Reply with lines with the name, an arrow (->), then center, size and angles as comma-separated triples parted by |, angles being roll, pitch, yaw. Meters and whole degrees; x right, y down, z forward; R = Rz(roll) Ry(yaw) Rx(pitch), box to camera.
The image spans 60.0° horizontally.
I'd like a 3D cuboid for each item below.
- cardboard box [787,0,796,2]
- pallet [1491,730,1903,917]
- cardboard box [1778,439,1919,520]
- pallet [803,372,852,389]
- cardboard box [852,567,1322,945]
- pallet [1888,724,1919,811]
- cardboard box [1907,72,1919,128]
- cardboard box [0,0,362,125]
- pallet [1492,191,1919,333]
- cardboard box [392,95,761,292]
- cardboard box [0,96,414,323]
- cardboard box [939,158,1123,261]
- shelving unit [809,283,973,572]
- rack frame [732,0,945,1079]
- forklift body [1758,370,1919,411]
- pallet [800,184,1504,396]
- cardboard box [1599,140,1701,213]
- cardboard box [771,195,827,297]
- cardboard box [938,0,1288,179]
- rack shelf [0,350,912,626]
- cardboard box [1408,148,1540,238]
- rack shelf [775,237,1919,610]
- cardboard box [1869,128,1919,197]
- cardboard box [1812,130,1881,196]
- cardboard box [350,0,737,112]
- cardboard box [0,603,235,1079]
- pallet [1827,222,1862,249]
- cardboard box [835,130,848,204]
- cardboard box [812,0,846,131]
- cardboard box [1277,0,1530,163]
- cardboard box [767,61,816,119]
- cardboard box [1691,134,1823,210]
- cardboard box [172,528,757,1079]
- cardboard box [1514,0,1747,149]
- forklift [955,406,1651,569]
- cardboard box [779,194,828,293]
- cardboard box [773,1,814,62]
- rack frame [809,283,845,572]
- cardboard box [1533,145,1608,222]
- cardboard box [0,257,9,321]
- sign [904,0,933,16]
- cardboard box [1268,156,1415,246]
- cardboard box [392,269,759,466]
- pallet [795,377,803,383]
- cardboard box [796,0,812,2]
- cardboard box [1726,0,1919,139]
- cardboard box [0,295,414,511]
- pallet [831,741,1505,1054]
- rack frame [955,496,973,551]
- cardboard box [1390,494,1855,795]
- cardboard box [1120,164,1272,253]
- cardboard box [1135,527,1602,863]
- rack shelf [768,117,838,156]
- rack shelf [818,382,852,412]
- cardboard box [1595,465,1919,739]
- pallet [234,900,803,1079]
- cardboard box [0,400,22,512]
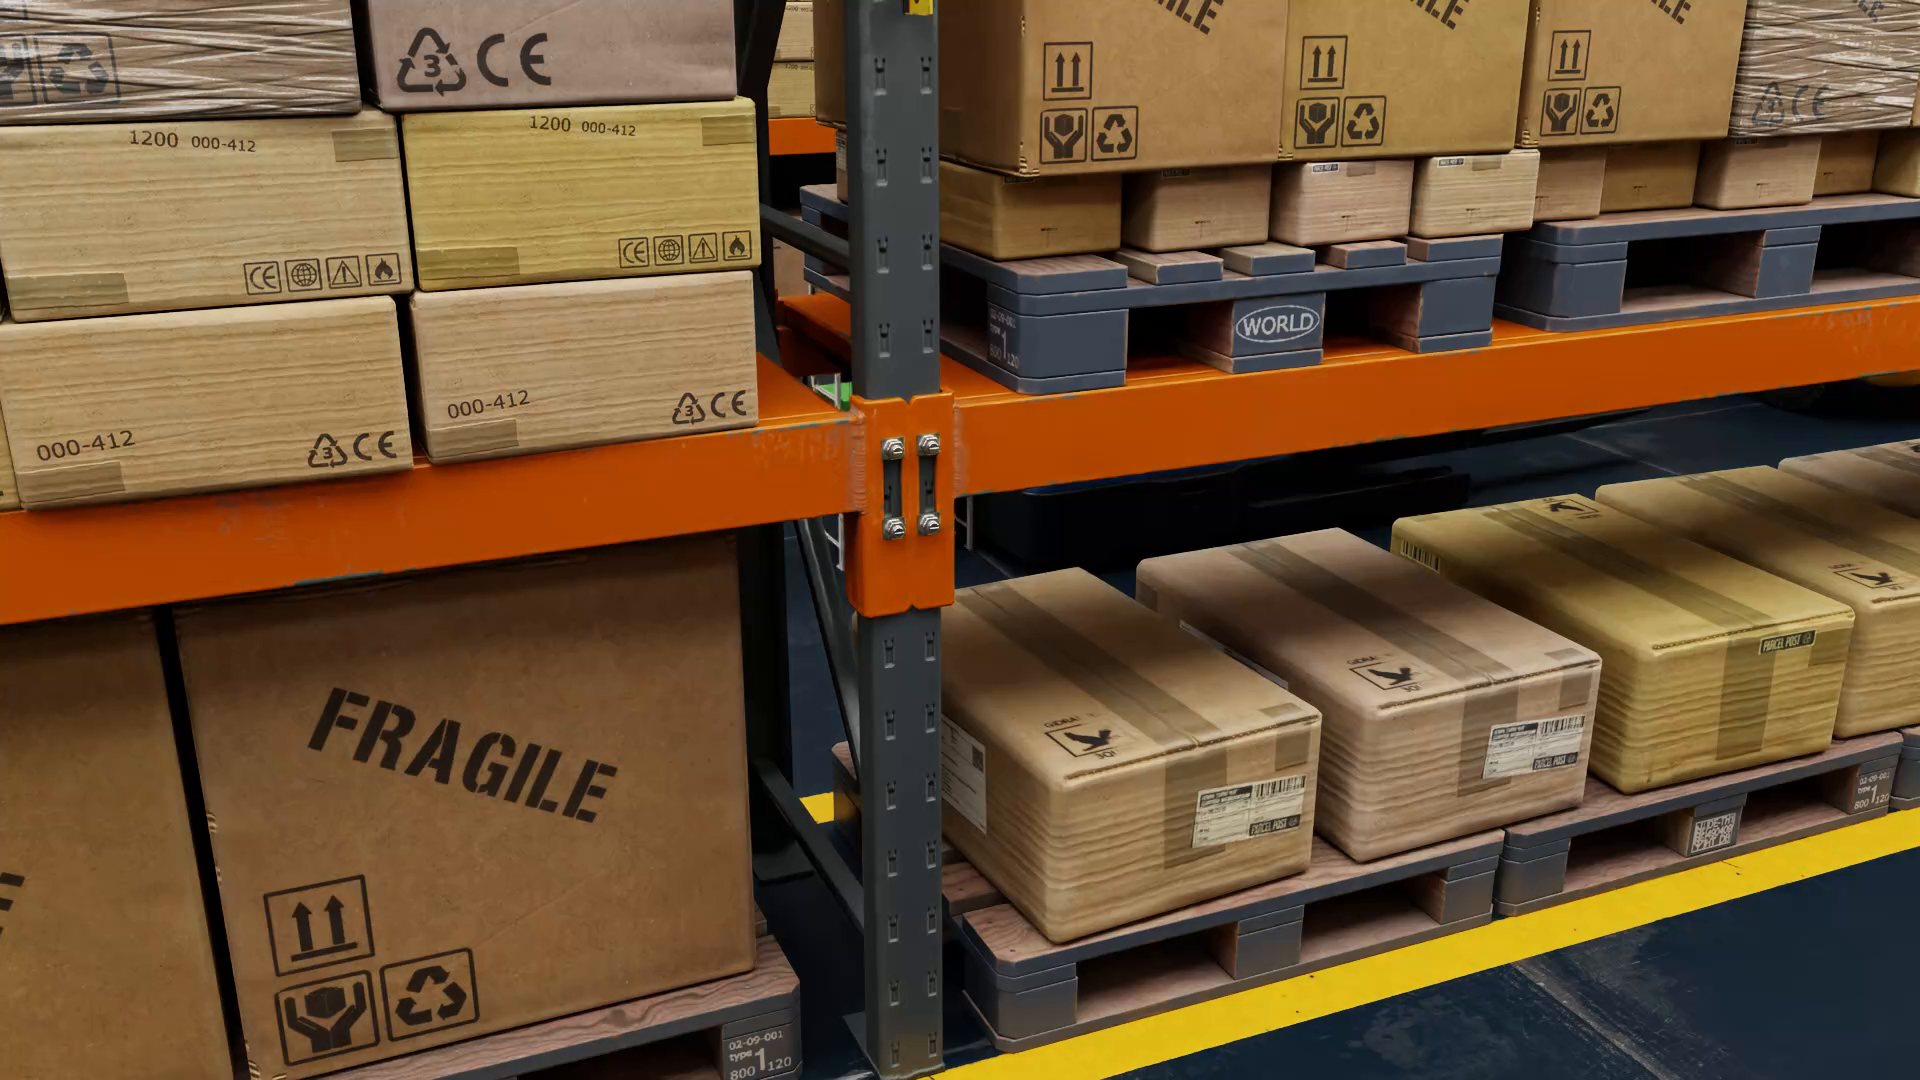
cardboard box -> -0.920, -2.526, 7.551 | 0.250, 0.149, 0.380 | -8, 21, -21
pallet -> 1.552, 0.504, 4.273 | 1.213, 0.211, 1.003 | -8, 21, -22
cardboard box -> 2.908, 0.035, 4.730 | 0.625, 0.372, 0.950 | -8, 21, -21
pallet -> -0.364, -1.003, 8.553 | 1.213, 0.211, 1.003 | -8, 21, -22
cardboard box -> 0.238, 0.420, 3.636 | 0.625, 0.372, 0.950 | -10, 22, -26
pallet -> 2.674, 0.342, 4.732 | 1.213, 0.211, 1.003 | -8, 21, -22
cardboard box -> 2.124, -1.199, 3.680 | 0.500, 0.500, 0.500 | -7, 21, -20
cardboard box -> -1.123, -0.851, 2.266 | 0.500, 0.500, 0.500 | -8, 21, -21
pallet -> 1.517, -0.732, 3.874 | 1.213, 0.211, 1.003 | -8, 21, -22
cardboard box -> -0.628, -0.574, 2.608 | 0.500, 0.250, 0.500 | -8, 21, -22
cardboard box -> -1.098, -0.505, 2.413 | 0.500, 0.250, 0.500 | -9, 21, -23
cardboard box -> 0.088, -0.615, 2.999 | 0.250, 0.149, 0.380 | -9, 22, -25
shelving unit -> -0.232, -0.529, 5.718 | 0.503, 1.200, 0.258 | -9, 21, -24
rack frame -> -0.284, -0.550, 3.067 | 0.127, 3.000, 1.000 | -8, 21, -22
forklift body -> 4.073, -1.909, 8.206 | 1.214, 2.155, 2.313 | -8, 21, -22
pallet -> 0.328, -0.585, 3.457 | 1.003, 0.211, 1.213 | -8, 21, -22
cardboard box -> 1.325, -0.799, 3.520 | 0.250, 0.149, 0.380 | -7, 21, -20
cardboard box -> -1.079, -1.307, 8.161 | 0.625, 0.625, 0.875 | -7, 21, -20
cardboard box -> 0.221, -0.924, 2.899 | 0.500, 0.500, 0.500 | -9, 21, -23
rack shelf -> -2.121, 0.053, 2.439 | 4.000, 0.370, 1.077 | -8, 21, -22
cardboard box -> 0.891, -0.694, 3.223 | 0.250, 0.149, 0.380 | -8, 21, -22
rack shelf -> 1.552, -0.473, 3.933 | 4.000, 0.370, 1.077 | -8, 21, -22
cardboard box -> 2.083, -0.874, 3.733 | 0.250, 0.149, 0.380 | -8, 21, -22
cardboard box -> 1.800, -0.870, 3.724 | 0.250, 0.149, 0.380 | -9, 21, -24
cardboard box -> -0.655, -0.921, 2.464 | 0.500, 0.500, 0.500 | -9, 21, -23
cardboard box -> -1.772, 0.436, 2.834 | 0.875, 0.875, 0.875 | -8, 21, -21
pallet -> 2.629, -0.929, 4.434 | 1.213, 0.211, 1.003 | -8, 21, -22
cardboard box -> -0.077, -0.744, 3.365 | 0.250, 0.149, 0.380 | -7, 21, -20
cardboard box -> 0.023, -1.080, 3.342 | 0.500, 0.500, 0.500 | -9, 21, -23
cardboard box -> 0.696, -0.995, 3.100 | 0.500, 0.500, 0.500 | -7, 21, -19
cardboard box -> -0.816, -2.111, 7.726 | 0.500, 0.250, 0.500 | -9, 21, -24
cardboard box -> 1.591, -0.813, 3.561 | 0.250, 0.149, 0.380 | -7, 21, -20
cardboard box -> -0.951, 0.320, 3.164 | 0.875, 0.875, 0.875 | -8, 21, -22
cardboard box -> 1.181, -1.066, 3.304 | 0.500, 0.500, 0.500 | -8, 21, -21
forklift -> 1.366, -1.601, 6.157 | 3.031, 2.935, 1.130 | -9, 21, -24
cardboard box -> -0.461, -1.396, 8.413 | 0.625, 0.625, 0.875 | -9, 21, -24
cardboard box -> -0.802, -2.341, 7.626 | 0.500, 0.250, 0.500 | -9, 21, -23
rack frame -> -0.452, -0.494, 5.618 | 0.015, 1.200, 0.240 | -9, 21, -24
cardboard box -> 1.081, -0.750, 3.380 | 0.250, 0.149, 0.380 | -7, 21, -19
cardboard box -> -1.560, -0.431, 2.204 | 0.500, 0.250, 0.500 | -9, 21, -23
sign -> -0.061, -0.927, 2.395 | 0.005, 0.325, 0.100 | -8, 21, -22
cardboard box -> 0.630, -0.664, 3.138 | 0.250, 0.149, 0.380 | -10, 22, -25
cardboard box -> -0.646, -0.333, 2.678 | 0.500, 0.250, 0.500 | -9, 21, -24
pallet -> -1.483, -0.844, 8.101 | 1.213, 0.211, 1.003 | -8, 21, -22
cardboard box -> -0.664, -2.541, 7.595 | 0.250, 0.149, 0.380 | -8, 21, -21
cardboard box -> 1.643, -1.130, 3.484 | 0.500, 0.500, 0.500 | -9, 21, -24
cardboard box -> -1.109, -0.261, 2.473 | 0.500, 0.250, 0.500 | -8, 21, -21
pallet -> 0.434, 0.663, 3.821 | 1.213, 0.211, 1.003 | -8, 21, -22
rack frame -> -0.012, -0.564, 5.818 | 0.015, 1.200, 0.240 | -9, 21, -24
cardboard box -> 1.611, 0.223, 4.197 | 0.625, 0.372, 0.950 | -7, 21, -20
cardboard box -> 0.361, -0.642, 3.076 | 0.250, 0.149, 0.380 | -10, 22, -25
cardboard box -> 0.913, 0.321, 3.919 | 0.625, 0.372, 0.950 | -9, 21, -23
rack shelf -> -0.417, -1.987, 8.231 | 4.000, 0.370, 1.077 | -8, 21, -22
rack shelf -> -0.232, -0.469, 5.739 | 0.480, 0.148, 0.258 | -9, 21, -24
cardboard box -> 2.249, 0.131, 4.458 | 0.625, 0.372, 0.950 | -7, 21, -19
pallet -> -1.038, 0.846, 3.301 | 1.213, 0.211, 1.003 | -8, 21, -22
cardboard box -> -1.577, -0.200, 2.299 | 0.500, 0.250, 0.500 | -8, 21, -22
